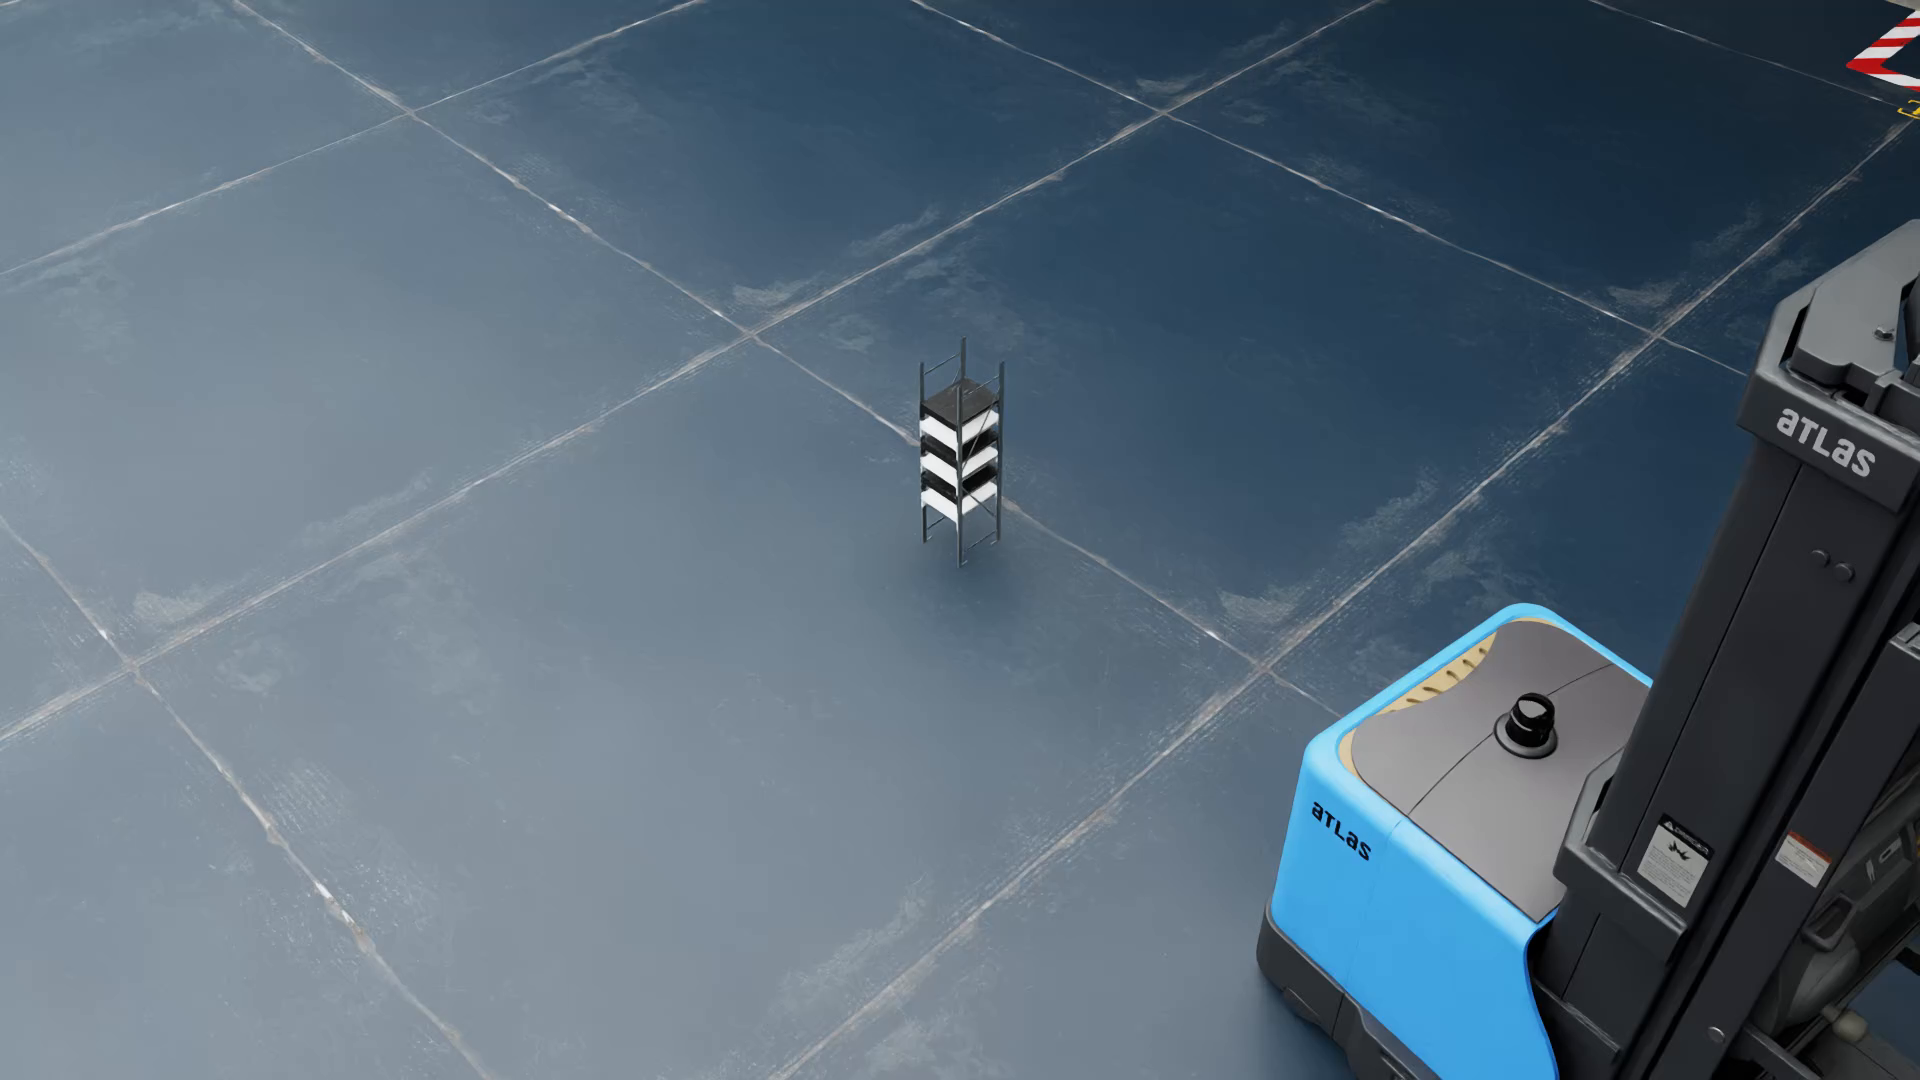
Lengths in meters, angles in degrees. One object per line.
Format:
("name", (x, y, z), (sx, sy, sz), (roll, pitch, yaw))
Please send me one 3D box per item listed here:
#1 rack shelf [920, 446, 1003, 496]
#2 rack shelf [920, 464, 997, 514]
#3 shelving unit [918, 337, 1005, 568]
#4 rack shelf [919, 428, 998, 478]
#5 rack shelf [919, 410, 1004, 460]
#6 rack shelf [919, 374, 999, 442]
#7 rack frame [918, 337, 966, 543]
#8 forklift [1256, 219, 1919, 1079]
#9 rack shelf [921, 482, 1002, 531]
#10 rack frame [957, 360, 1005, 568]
("rack shelf", (0.006, -0.302, 6.463), (0.258, 0.077, 0.200), (-34, 53, -31))
("rack shelf", (0.006, -0.236, 6.524), (0.258, 0.077, 0.200), (-34, 53, -31))
("shelving unit", (0.006, -0.327, 6.440), (0.258, 0.900, 0.210), (-34, 53, -31))
("rack shelf", (0.006, -0.368, 6.402), (0.258, 0.077, 0.200), (-34, 53, -31))
("rack shelf", (0.006, -0.434, 6.341), (0.258, 0.077, 0.200), (-34, 53, -31))
("rack shelf", (0.006, -0.500, 6.280), (0.258, 0.077, 0.200), (-34, 53, -31))
("rack frame", (-0.066, -0.375, 6.493), (0.240, 0.900, 0.006), (-34, 53, -31))
("forklift", (2.233, 0.866, 3.653), (1.130, 2.935, 3.031), (-28, 50, -27))
("rack shelf", (0.006, -0.170, 6.585), (0.258, 0.077, 0.200), (-34, 53, -31))
("rack frame", (0.078, -0.278, 6.388), (0.240, 0.900, 0.006), (-34, 53, -31))
